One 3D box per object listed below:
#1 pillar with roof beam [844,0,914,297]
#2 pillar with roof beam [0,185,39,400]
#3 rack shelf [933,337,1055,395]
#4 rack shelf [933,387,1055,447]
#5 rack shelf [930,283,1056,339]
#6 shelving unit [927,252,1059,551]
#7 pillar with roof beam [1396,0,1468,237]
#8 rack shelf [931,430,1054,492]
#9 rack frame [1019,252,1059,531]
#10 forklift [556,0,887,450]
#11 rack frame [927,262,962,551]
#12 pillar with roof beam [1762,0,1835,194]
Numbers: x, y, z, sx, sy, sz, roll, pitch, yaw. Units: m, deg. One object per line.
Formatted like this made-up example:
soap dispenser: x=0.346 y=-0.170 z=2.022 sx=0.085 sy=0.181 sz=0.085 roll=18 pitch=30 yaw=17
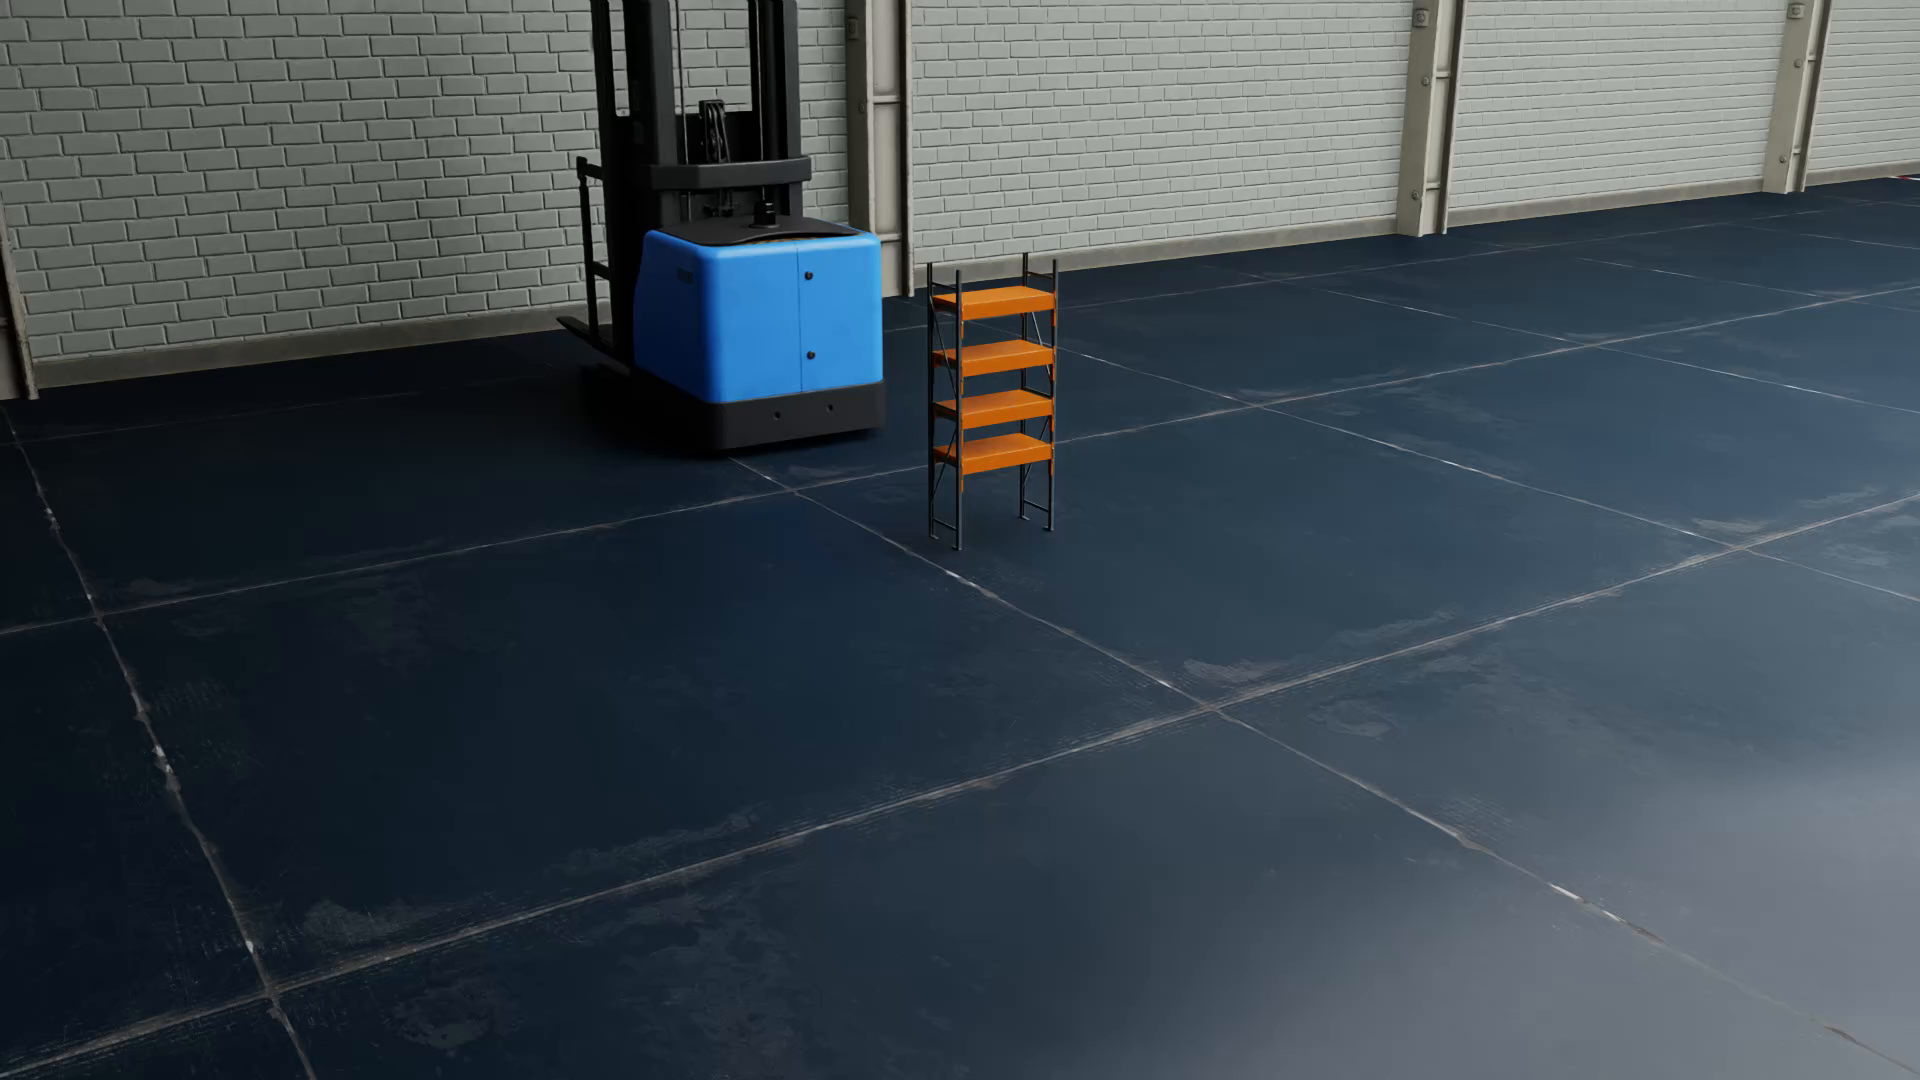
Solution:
pillar with roof beam: x=1.770 y=-4.996 z=7.973 sx=0.400 sy=9.000 sz=9.100 roll=-12 pitch=22 yaw=-31
pillar with roof beam: x=-3.241 y=-3.939 z=4.847 sx=0.400 sy=9.000 sz=9.100 roll=-12 pitch=22 yaw=-31
rack shelf: x=0.138 y=-0.746 z=7.089 sx=0.480 sy=0.148 sz=0.258 roll=-12 pitch=22 yaw=-31
rack shelf: x=0.138 y=-0.534 z=7.160 sx=0.480 sy=0.148 sz=0.258 roll=-12 pitch=22 yaw=-31
rack shelf: x=0.138 y=-0.970 z=7.013 sx=0.480 sy=0.148 sz=0.258 roll=-12 pitch=22 yaw=-31
shelving unit: x=0.138 y=-0.598 z=7.139 sx=0.503 sy=1.200 sz=0.258 roll=-12 pitch=22 yaw=-31
pillar with roof beam: x=6.781 y=-6.053 z=11.099 sx=0.400 sy=9.000 sz=9.100 roll=-12 pitch=22 yaw=-31
rack shelf: x=0.138 y=-0.346 z=7.224 sx=0.480 sy=0.148 sz=0.258 roll=-12 pitch=22 yaw=-31
rack frame: x=0.342 y=-0.641 z=7.266 sx=0.015 sy=1.200 sz=0.240 roll=-12 pitch=22 yaw=-31
forklift: x=-1.573 y=-2.265 z=9.367 sx=1.130 sy=2.935 sz=3.031 roll=-11 pitch=21 yaw=-29
rack frame: x=-0.066 y=-0.555 z=7.012 sx=0.015 sy=1.200 sz=0.240 roll=-12 pitch=22 yaw=-31
pillar with roof beam: x=11.792 y=-7.110 z=14.225 sx=0.400 sy=9.000 sz=9.100 roll=-12 pitch=22 yaw=-31
